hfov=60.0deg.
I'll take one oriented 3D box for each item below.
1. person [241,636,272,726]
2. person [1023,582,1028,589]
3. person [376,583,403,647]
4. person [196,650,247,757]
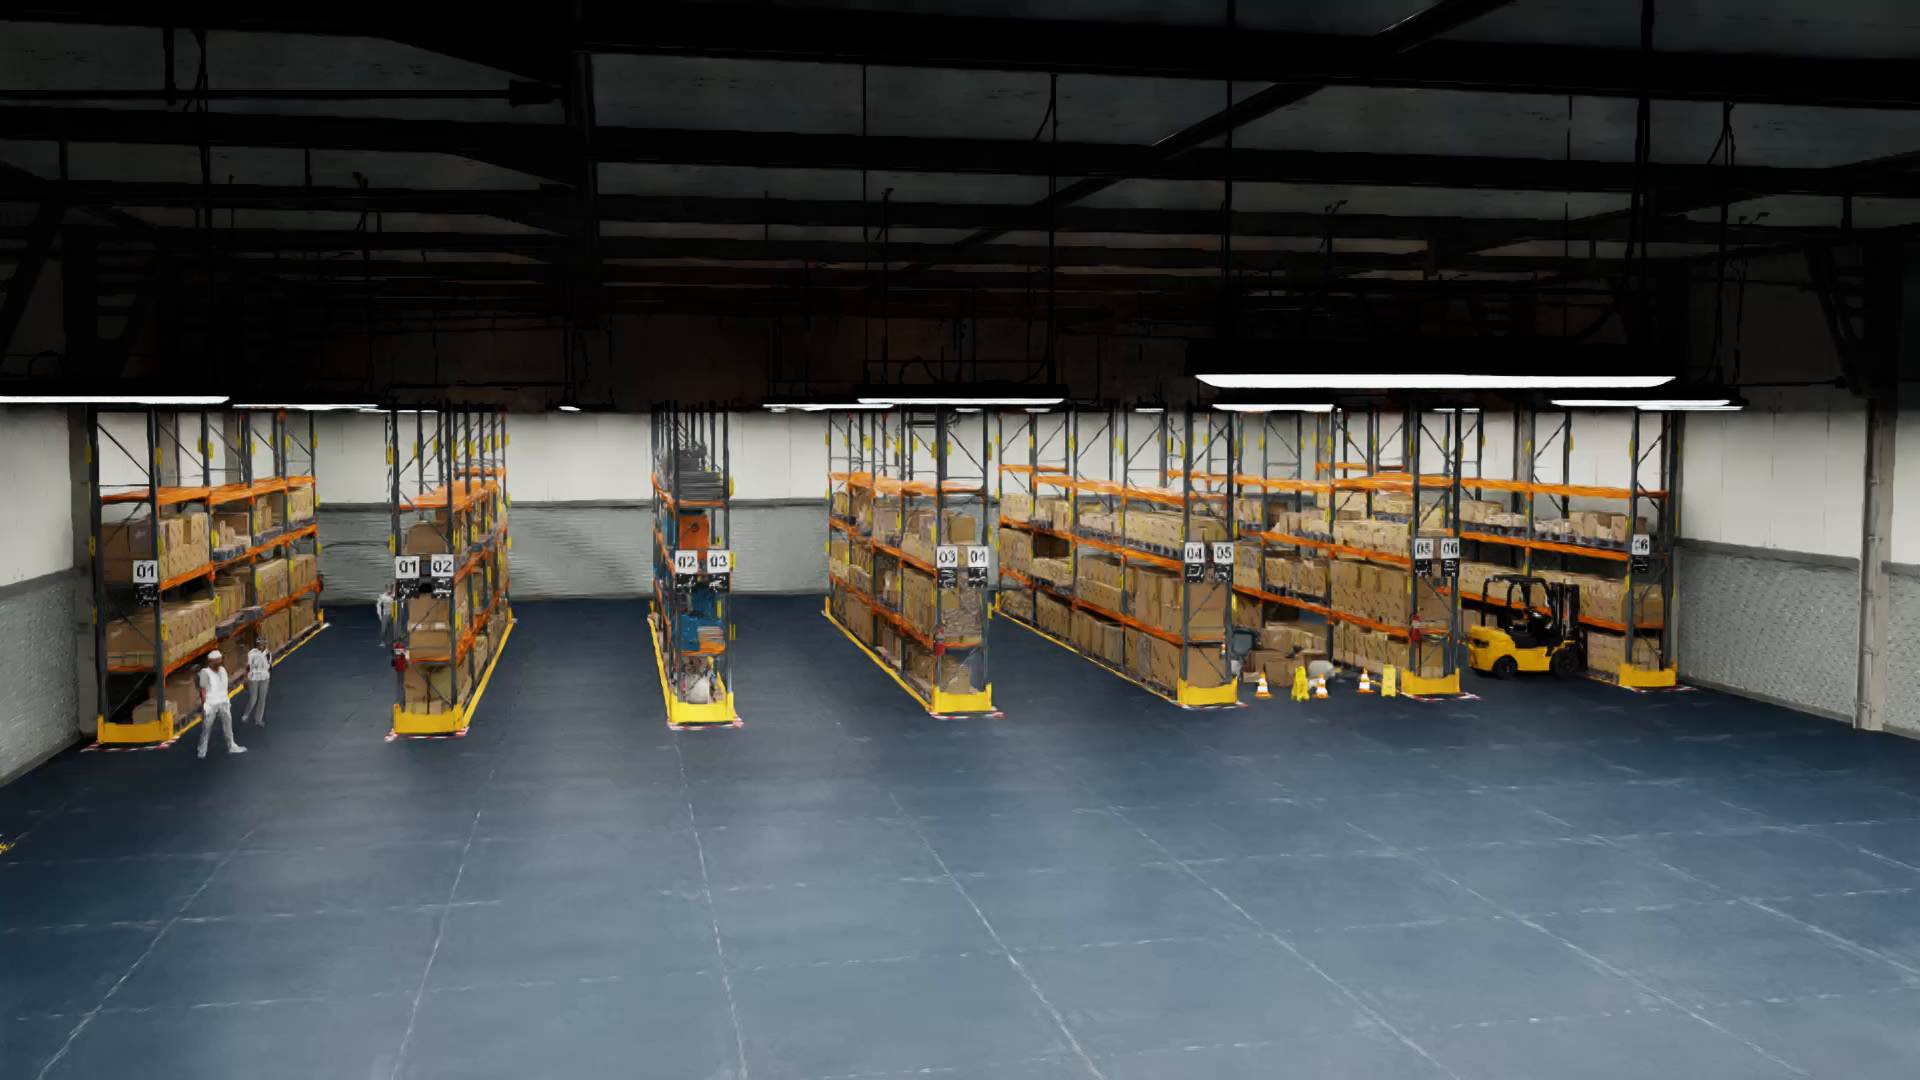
[{"bbox_3d":[-12.982,2.583,30.663,0.524,1.669,0.526,4,6,41],"label":"person"},{"bbox_3d":[2.137,1.017,51.511,0.510,1.661,0.516,2,5,25],"label":"person"},{"bbox_3d":[-13.979,1.843,40.780,0.639,1.632,0.496,-1,4,-14],"label":"person"},{"bbox_3d":[-12.441,2.721,27.866,0.540,1.778,0.726,2,5,24],"label":"person"}]
